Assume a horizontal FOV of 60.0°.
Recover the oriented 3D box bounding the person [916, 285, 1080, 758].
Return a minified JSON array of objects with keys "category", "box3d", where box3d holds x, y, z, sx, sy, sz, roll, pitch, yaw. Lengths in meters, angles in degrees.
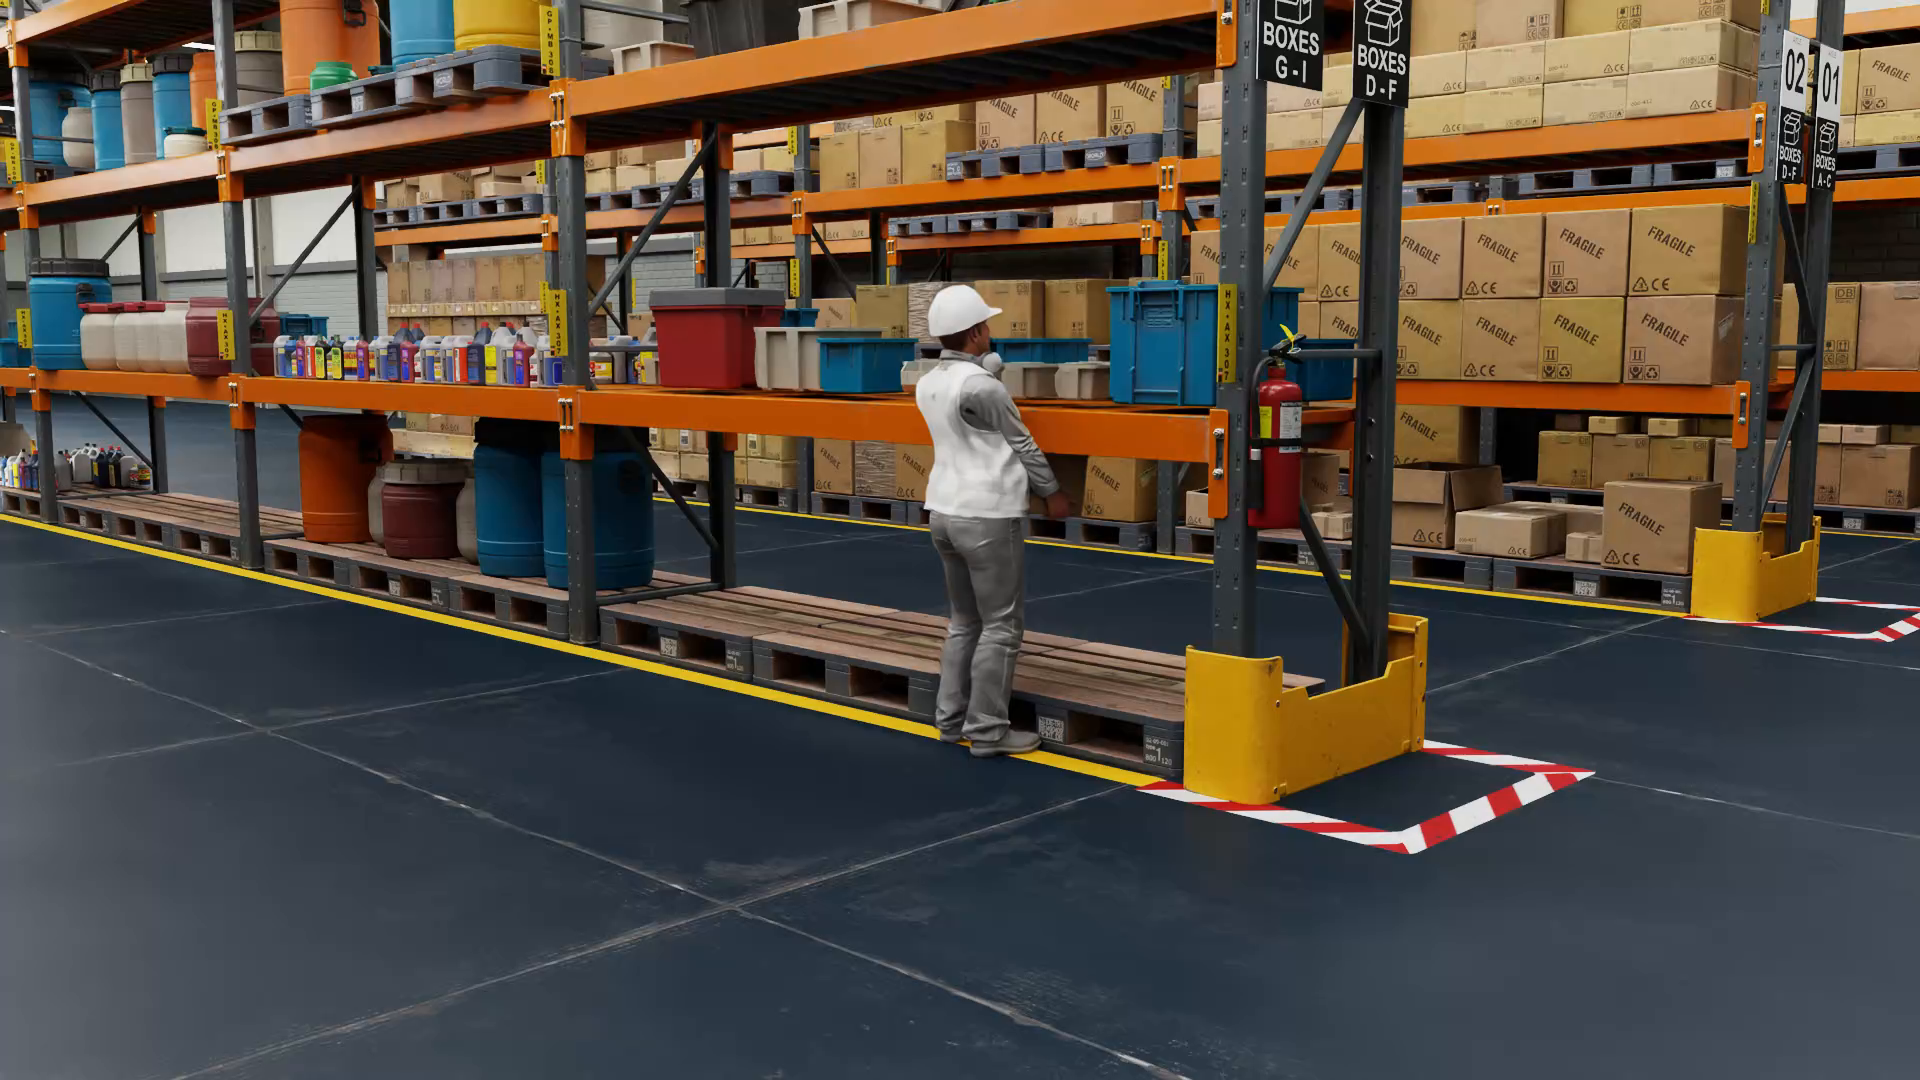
[{"category":"person","box3d":[0.142,-0.085,6.382,0.563,1.762,0.494,-4,8,-28]}]
